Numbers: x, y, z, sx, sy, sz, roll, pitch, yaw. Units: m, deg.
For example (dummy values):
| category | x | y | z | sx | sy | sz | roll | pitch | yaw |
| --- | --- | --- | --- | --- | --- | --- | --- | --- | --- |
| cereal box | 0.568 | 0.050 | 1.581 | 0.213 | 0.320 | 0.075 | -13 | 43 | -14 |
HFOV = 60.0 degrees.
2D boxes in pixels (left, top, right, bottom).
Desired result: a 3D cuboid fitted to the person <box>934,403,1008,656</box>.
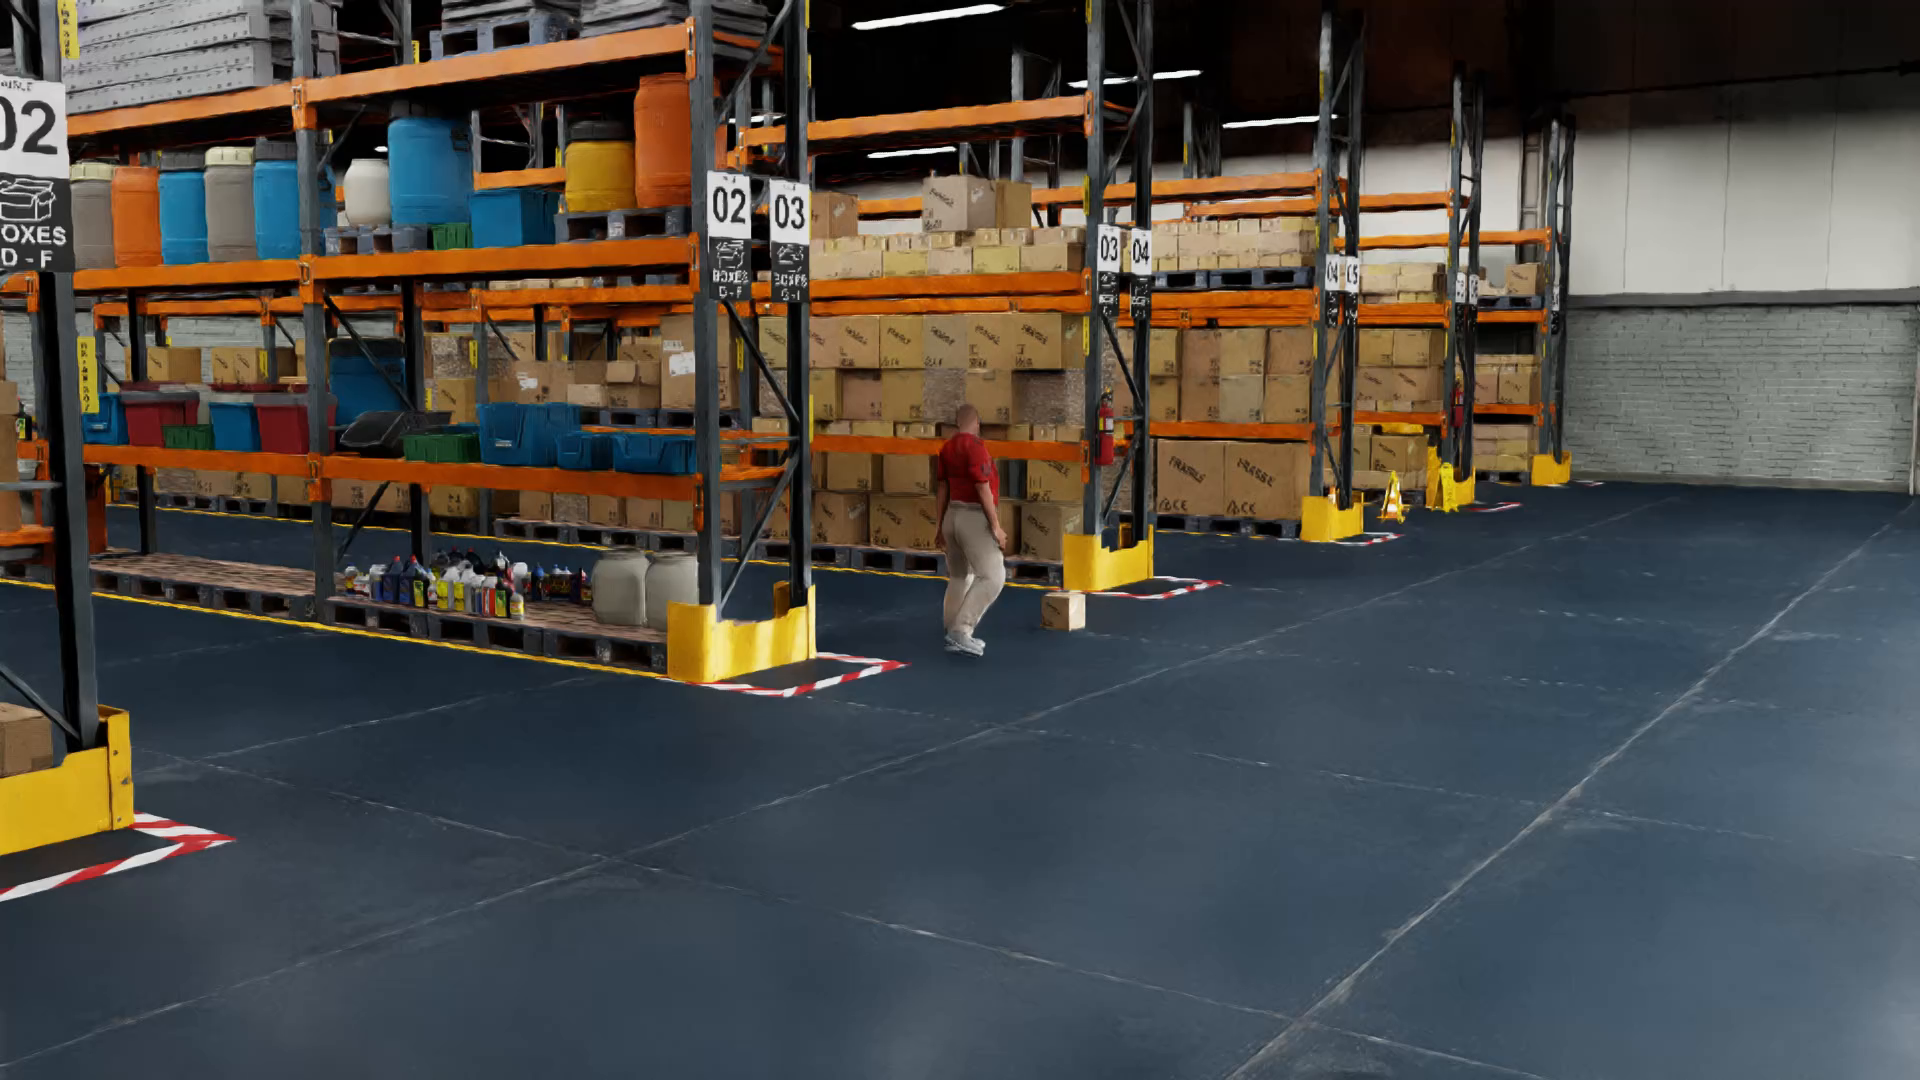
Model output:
| category | x | y | z | sx | sy | sz | roll | pitch | yaw |
| --- | --- | --- | --- | --- | --- | --- | --- | --- | --- |
| person | 0.063 | -0.078 | 11.415 | 0.487 | 1.718 | 0.719 | -3 | 7 | -29 |
